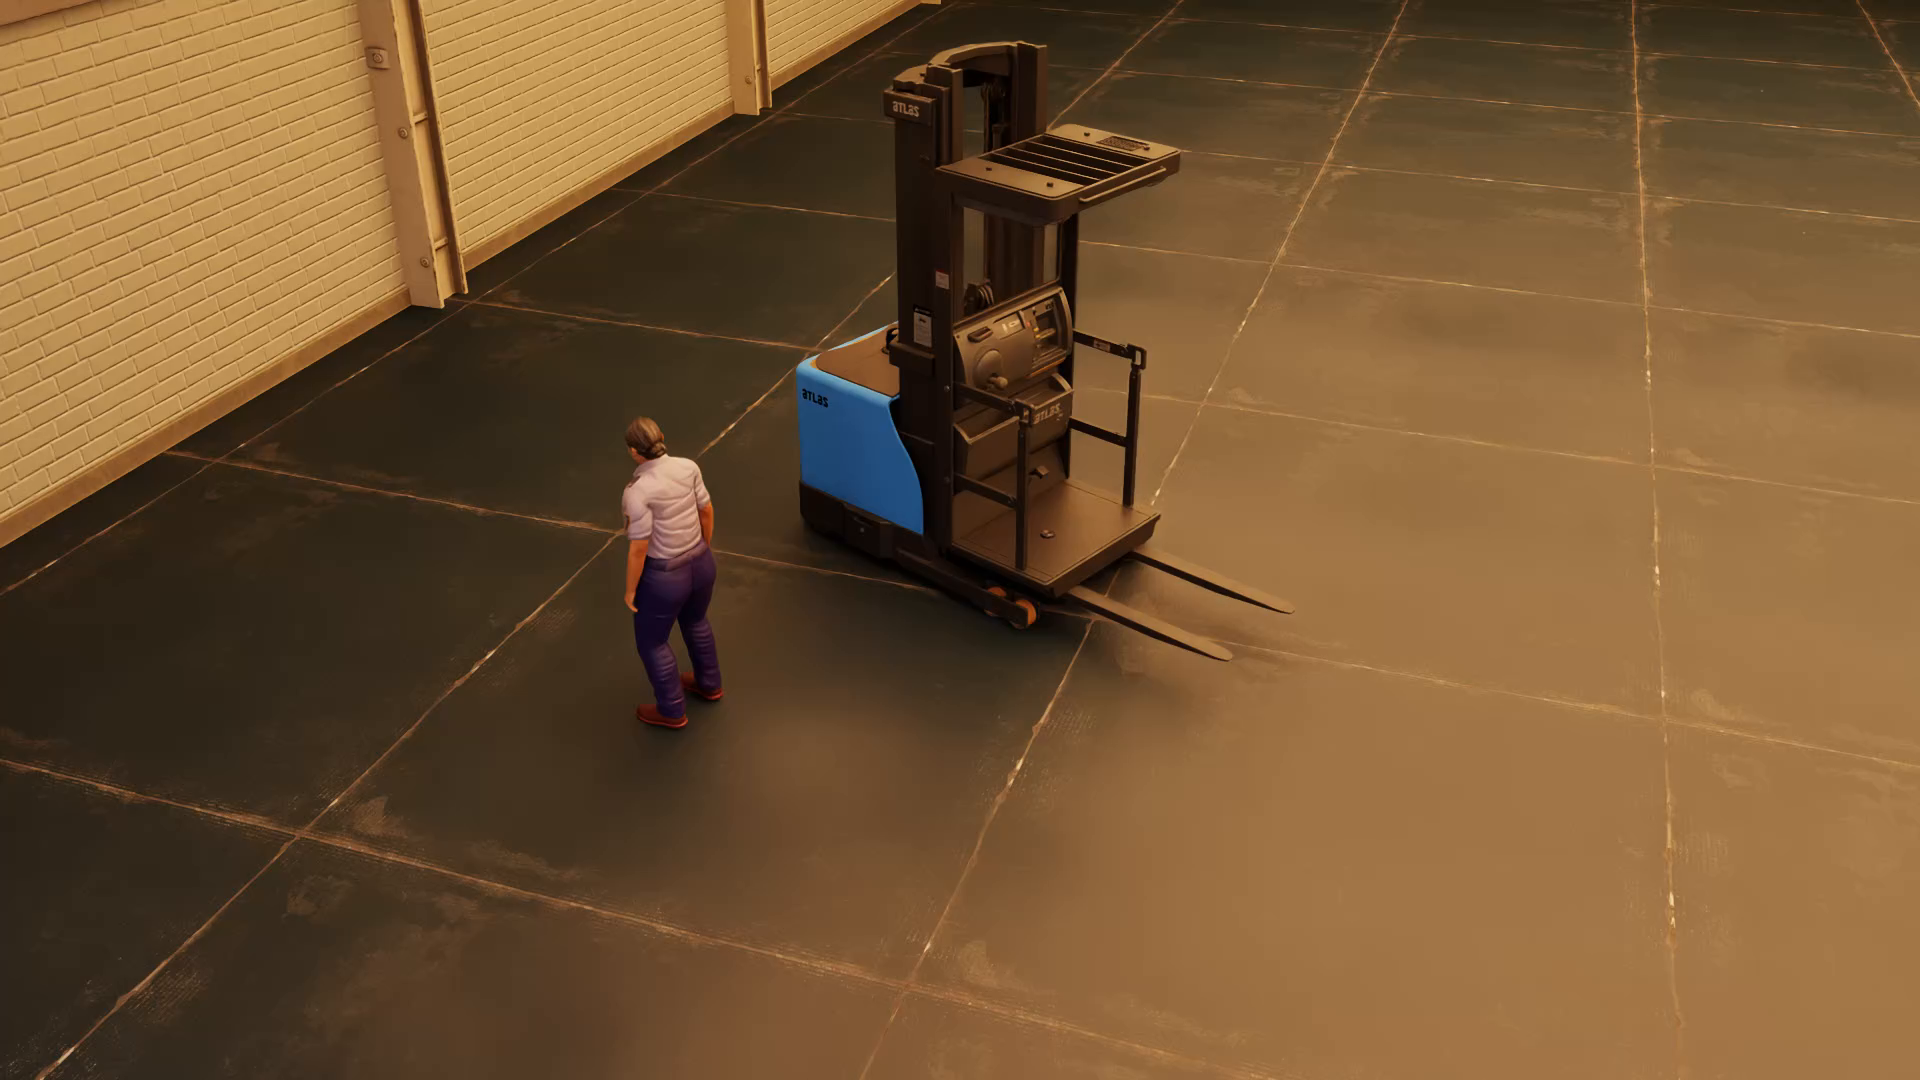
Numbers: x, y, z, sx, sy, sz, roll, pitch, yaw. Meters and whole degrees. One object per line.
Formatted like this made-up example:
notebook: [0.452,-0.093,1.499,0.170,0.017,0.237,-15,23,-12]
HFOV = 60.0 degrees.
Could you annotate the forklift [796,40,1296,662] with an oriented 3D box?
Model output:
forklift: [0.459,-1.074,9.021,3.031,2.935,1.130,23,37,35]

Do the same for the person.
person: [-1.431,0.155,8.160,0.387,1.650,0.551,20,35,31]
